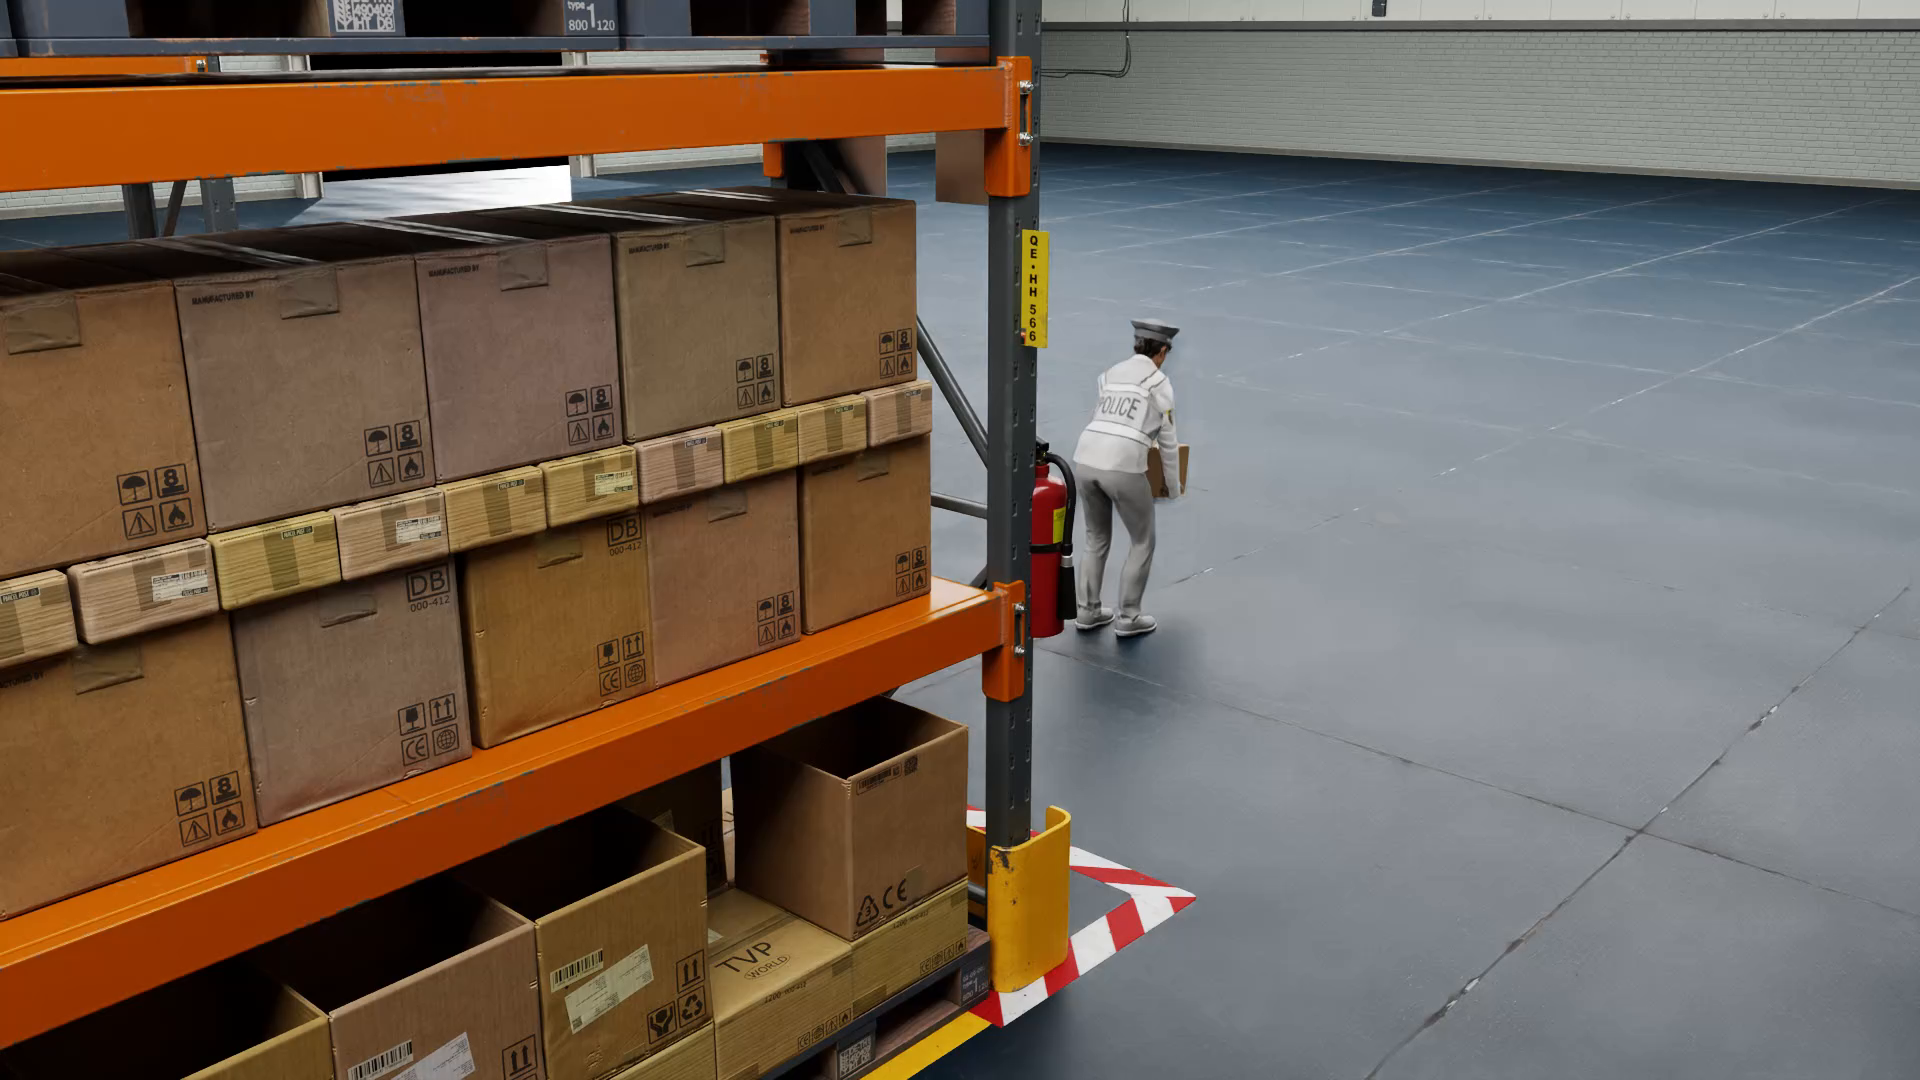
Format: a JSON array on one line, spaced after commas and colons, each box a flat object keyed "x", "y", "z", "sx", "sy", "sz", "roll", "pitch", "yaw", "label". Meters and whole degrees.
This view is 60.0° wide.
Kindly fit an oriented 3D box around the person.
[{"x": 0.834, "y": -0.310, "z": 8.260, "sx": 0.410, "sy": 1.552, "sz": 0.648, "roll": 14, "pitch": 22, "yaw": 38, "label": "person"}]
